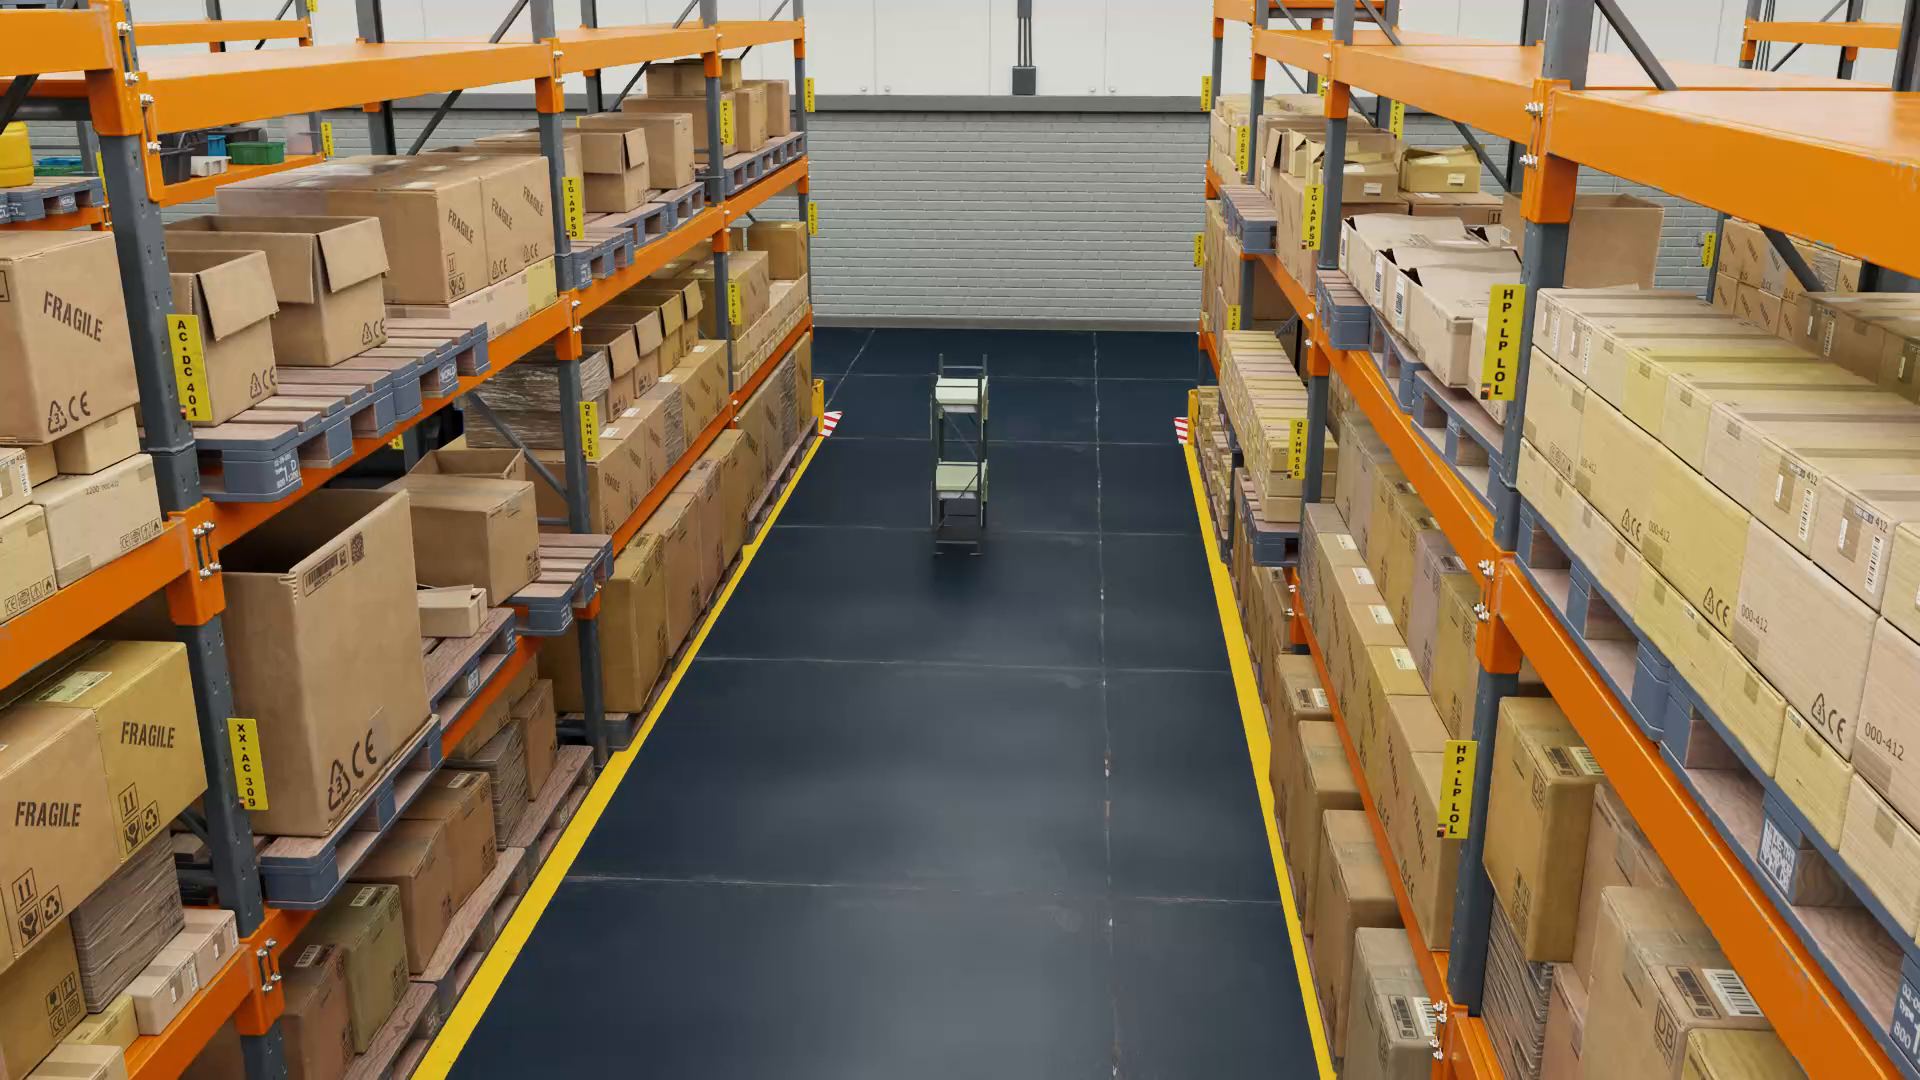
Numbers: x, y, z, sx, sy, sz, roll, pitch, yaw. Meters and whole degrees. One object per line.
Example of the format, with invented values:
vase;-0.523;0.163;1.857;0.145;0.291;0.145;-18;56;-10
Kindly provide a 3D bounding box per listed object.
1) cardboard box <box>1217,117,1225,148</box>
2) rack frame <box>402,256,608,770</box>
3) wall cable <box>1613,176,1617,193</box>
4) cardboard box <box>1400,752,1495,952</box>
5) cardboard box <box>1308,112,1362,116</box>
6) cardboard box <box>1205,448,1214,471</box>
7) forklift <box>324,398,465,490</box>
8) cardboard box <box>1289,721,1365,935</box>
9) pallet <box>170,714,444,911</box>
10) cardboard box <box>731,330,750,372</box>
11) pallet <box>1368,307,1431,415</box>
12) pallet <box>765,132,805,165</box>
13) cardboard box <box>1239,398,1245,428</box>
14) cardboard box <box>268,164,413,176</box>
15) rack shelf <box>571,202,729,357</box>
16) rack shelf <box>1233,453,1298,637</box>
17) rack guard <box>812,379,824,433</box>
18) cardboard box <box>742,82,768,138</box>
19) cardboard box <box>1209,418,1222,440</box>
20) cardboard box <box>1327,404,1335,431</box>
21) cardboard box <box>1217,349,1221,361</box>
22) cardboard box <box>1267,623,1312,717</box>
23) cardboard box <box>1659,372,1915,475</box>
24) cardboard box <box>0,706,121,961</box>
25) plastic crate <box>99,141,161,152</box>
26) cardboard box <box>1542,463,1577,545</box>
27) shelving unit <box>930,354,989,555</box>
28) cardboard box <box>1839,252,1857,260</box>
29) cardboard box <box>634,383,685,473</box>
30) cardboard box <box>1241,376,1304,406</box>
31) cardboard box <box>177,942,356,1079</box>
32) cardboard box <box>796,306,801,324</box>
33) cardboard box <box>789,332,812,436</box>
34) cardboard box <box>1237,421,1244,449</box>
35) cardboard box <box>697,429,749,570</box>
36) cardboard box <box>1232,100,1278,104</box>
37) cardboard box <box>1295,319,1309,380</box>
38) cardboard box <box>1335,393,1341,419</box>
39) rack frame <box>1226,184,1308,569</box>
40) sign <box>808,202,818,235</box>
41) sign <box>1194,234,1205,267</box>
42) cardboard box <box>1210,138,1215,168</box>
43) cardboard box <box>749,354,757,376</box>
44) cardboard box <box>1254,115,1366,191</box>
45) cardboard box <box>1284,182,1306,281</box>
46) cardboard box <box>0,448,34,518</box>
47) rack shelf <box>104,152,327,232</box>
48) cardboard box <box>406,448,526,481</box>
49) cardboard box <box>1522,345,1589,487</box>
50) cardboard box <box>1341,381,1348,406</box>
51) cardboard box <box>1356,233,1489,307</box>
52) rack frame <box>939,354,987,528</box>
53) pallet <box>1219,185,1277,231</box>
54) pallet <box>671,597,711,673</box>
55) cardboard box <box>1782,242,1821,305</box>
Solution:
cardboard box;2.540;-3.588;14.676;0.500;0.250;0.500;1;18;5
rack frame;-2.599;-0.103;9.420;1.000;3.000;0.127;1;18;4
wall cable;8.240;-4.616;21.510;0.585;1.953;0.123;1;18;4
cardboard box;1.825;1.066;5.692;0.500;0.500;0.500;1;18;4
cardboard box;2.969;-3.312;13.194;0.380;0.149;0.250;1;18;2
cardboard box;2.454;-0.740;15.269;0.380;0.149;0.250;0;18;1
forklift;-4.642;-1.246;13.017;1.130;2.935;3.031;1;18;2
cardboard box;2.149;1.368;7.871;1.050;0.750;0.750;2;18;5
pallet;-2.685;0.997;6.373;1.003;0.211;1.213;1;18;4
cardboard box;-2.017;-1.555;13.615;0.500;0.250;0.500;1;18;3
pallet;2.271;-0.748;6.874;1.003;0.211;1.213;2;18;6
pallet;-2.068;-3.740;15.845;1.003;0.211;1.213;1;18;4
cardboard box;2.031;-0.827;10.880;0.380;0.149;0.250;1;18;3
cardboard box;-2.929;-1.516;7.951;0.500;0.500;0.500;1;18;4
rack shelf;-2.455;-1.808;10.960;1.077;0.370;4.000;1;18;4
rack shelf;2.485;-0.240;10.994;1.077;0.370;4.000;1;18;4
rack guard;-2.023;-1.407;17.414;1.175;0.500;0.348;1;18;4
cardboard box;-2.169;-3.973;15.417;0.700;0.500;0.500;1;18;2
cardboard box;2.464;-1.009;15.132;0.380;0.149;0.250;2;18;5
cardboard box;2.727;-0.833;11.377;0.380;0.149;0.250;1;18;2
cardboard box;2.455;-1.665;14.590;0.380;0.149;0.250;2;18;5
cardboard box;2.128;0.817;9.951;0.500;0.500;0.500;1;18;4
cardboard box;1.618;-0.228;3.273;0.380;0.149;0.250;1;18;5
cardboard box;-2.678;0.777;4.491;0.500;0.500;0.500;1;18;4
plastic crate;-7.432;-3.386;14.811;0.437;0.282;0.530;1;18;4
cardboard box;1.673;-0.086;4.118;0.380;0.149;0.250;1;18;4
shelving unit;0.000;-0.711;13.683;0.431;1.500;0.755;1;18;4
cardboard box;7.414;-2.372;13.536;0.380;0.149;0.250;1;18;3
cardboard box;-2.187;-0.770;11.295;0.500;0.500;0.500;1;18;4
cardboard box;2.034;-0.968;10.835;0.380;0.149;0.250;2;18;6
cardboard box;-2.820;1.928;6.529;0.700;0.500;0.500;0;18;0
cardboard box;-1.758;-2.191;16.196;0.380;0.149;0.250;1;18;4
cardboard box;-1.991;-1.577;16.656;0.875;0.875;0.875;1;18;4
cardboard box;2.032;-0.687;10.932;0.380;0.149;0.250;0;18;1
cardboard box;-2.338;-0.336;12.868;1.225;0.875;0.875;1;18;4
cardboard box;2.605;-3.812;14.719;0.380;0.149;0.250;2;18;5
cardboard box;2.915;-1.540;13.168;0.500;0.500;0.500;1;18;3
cardboard box;2.706;-0.887;11.064;0.380;0.149;0.250;1;18;4
rack frame;2.628;-1.203;12.777;1.000;3.000;0.127;1;18;4
sign;-1.485;-3.234;16.735;0.100;0.325;0.005;1;18;4
sign;2.374;-2.869;16.471;0.100;0.325;0.005;1;18;4
cardboard box;2.628;-3.666;15.717;0.500;0.250;0.500;2;18;6
cardboard box;-1.922;-1.474;14.007;0.380;0.149;0.250;2;18;6
cardboard box;2.491;-2.760;11.878;0.700;0.500;0.500;1;18;4
cardboard box;2.152;-1.772;9.537;0.500;0.500;0.500;1;18;4
cardboard box;-2.662;-0.136;4.304;0.380;0.149;0.250;0;18;1
rack shelf;-7.109;-3.160;15.089;1.077;0.370;4.000;1;18;4
cardboard box;-2.597;-0.181;8.824;0.500;0.500;0.500;-1;18;-3
cardboard box;1.740;-0.315;4.179;0.500;0.250;0.500;1;18;4
cardboard box;2.682;-0.948;10.774;0.380;0.149;0.250;1;18;3
cardboard box;2.034;-1.186;7.315;0.500;0.250;0.500;2;18;5
rack frame;0.026;-0.824;14.030;0.400;1.500;0.023;1;18;4
pallet;2.478;-2.350;11.762;1.213;0.211;1.003;1;18;4
pallet;-2.377;0.601;11.749;1.003;0.211;1.213;1;18;4
cardboard box;7.447;-2.271;14.269;0.500;0.500;0.500;1;18;4
